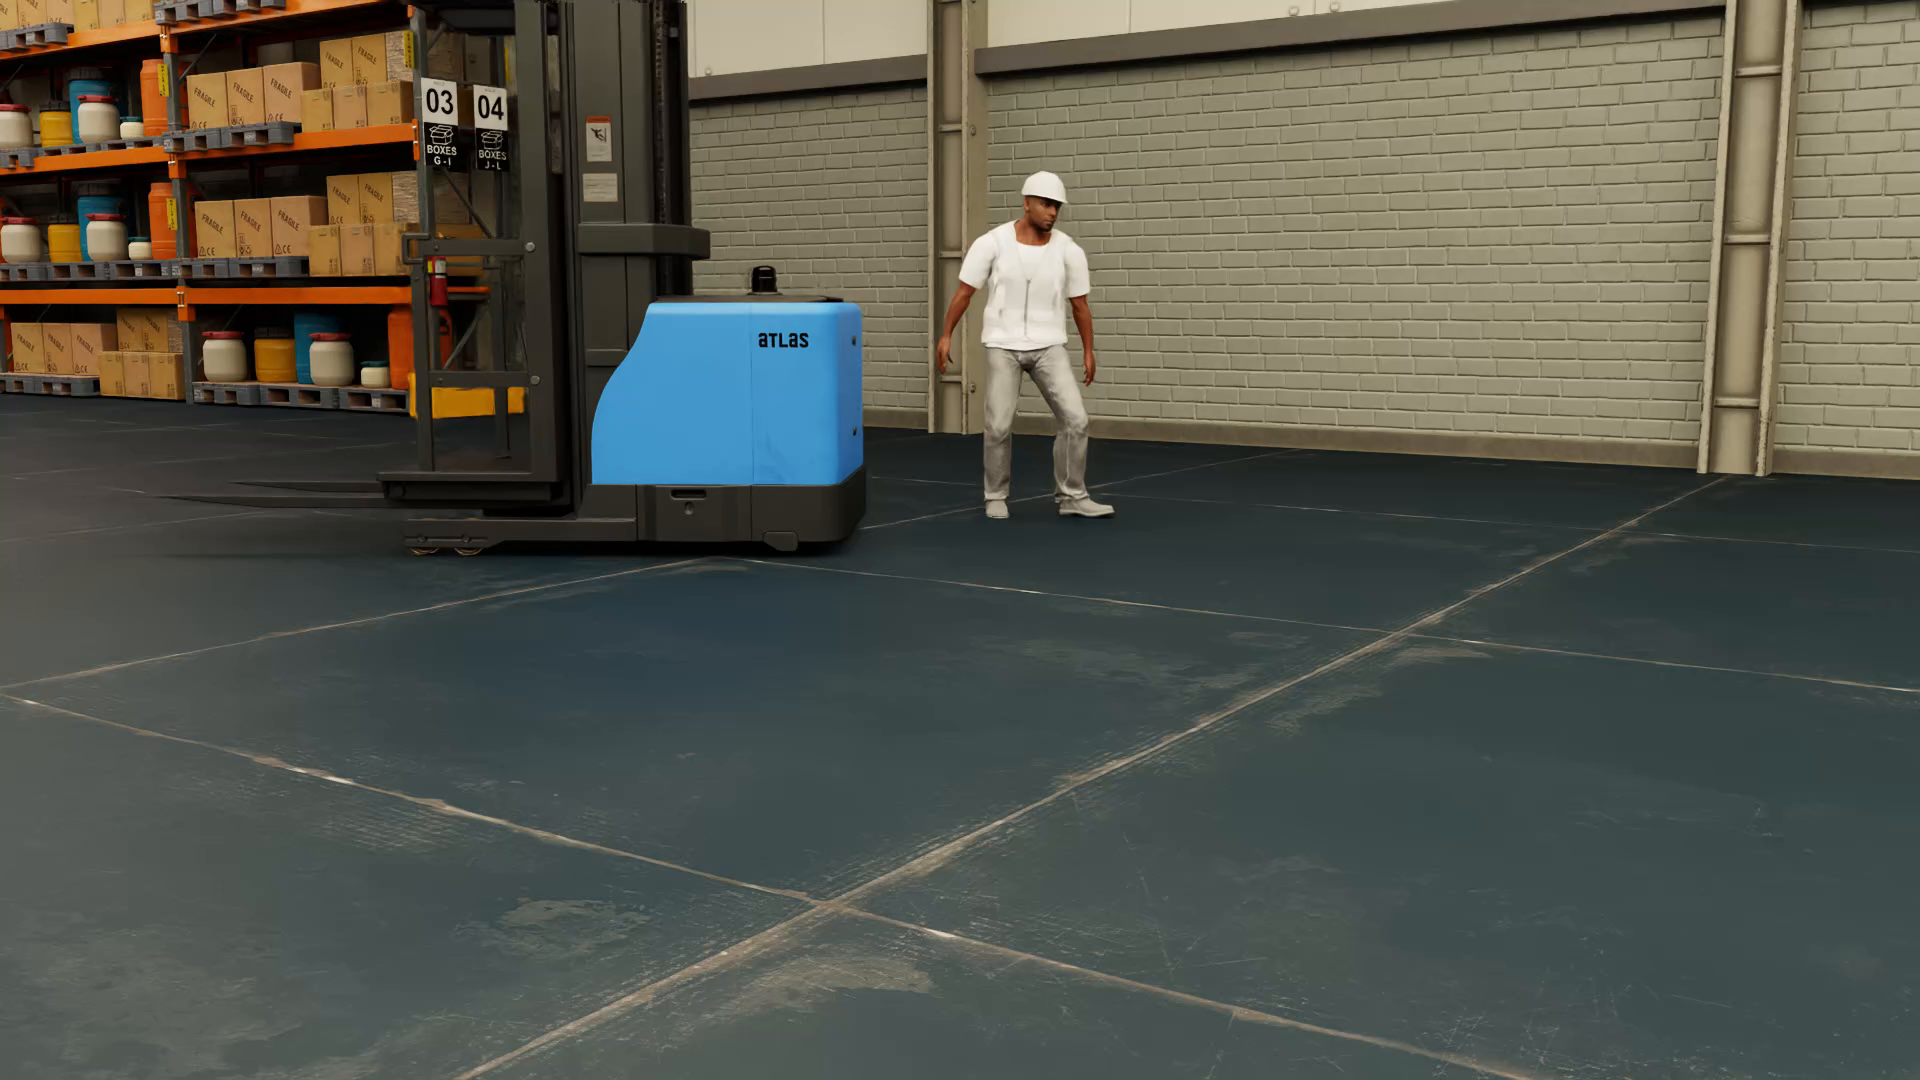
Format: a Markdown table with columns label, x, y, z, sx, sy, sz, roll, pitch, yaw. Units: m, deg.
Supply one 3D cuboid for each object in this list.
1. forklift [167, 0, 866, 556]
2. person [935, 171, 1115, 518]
| label | x | y | z | sx | sy | sz | roll | pitch | yaw |
| --- | --- | --- | --- | --- | --- | --- | --- | --- | --- |
| forklift | -1.987 | -1.456 | 7.434 | 3.031 | 2.935 | 1.130 | 0 | 8 | 3 |
| person | 0.328 | -0.958 | 8.324 | 0.900 | 1.733 | 0.474 | 0 | 8 | -1 |
